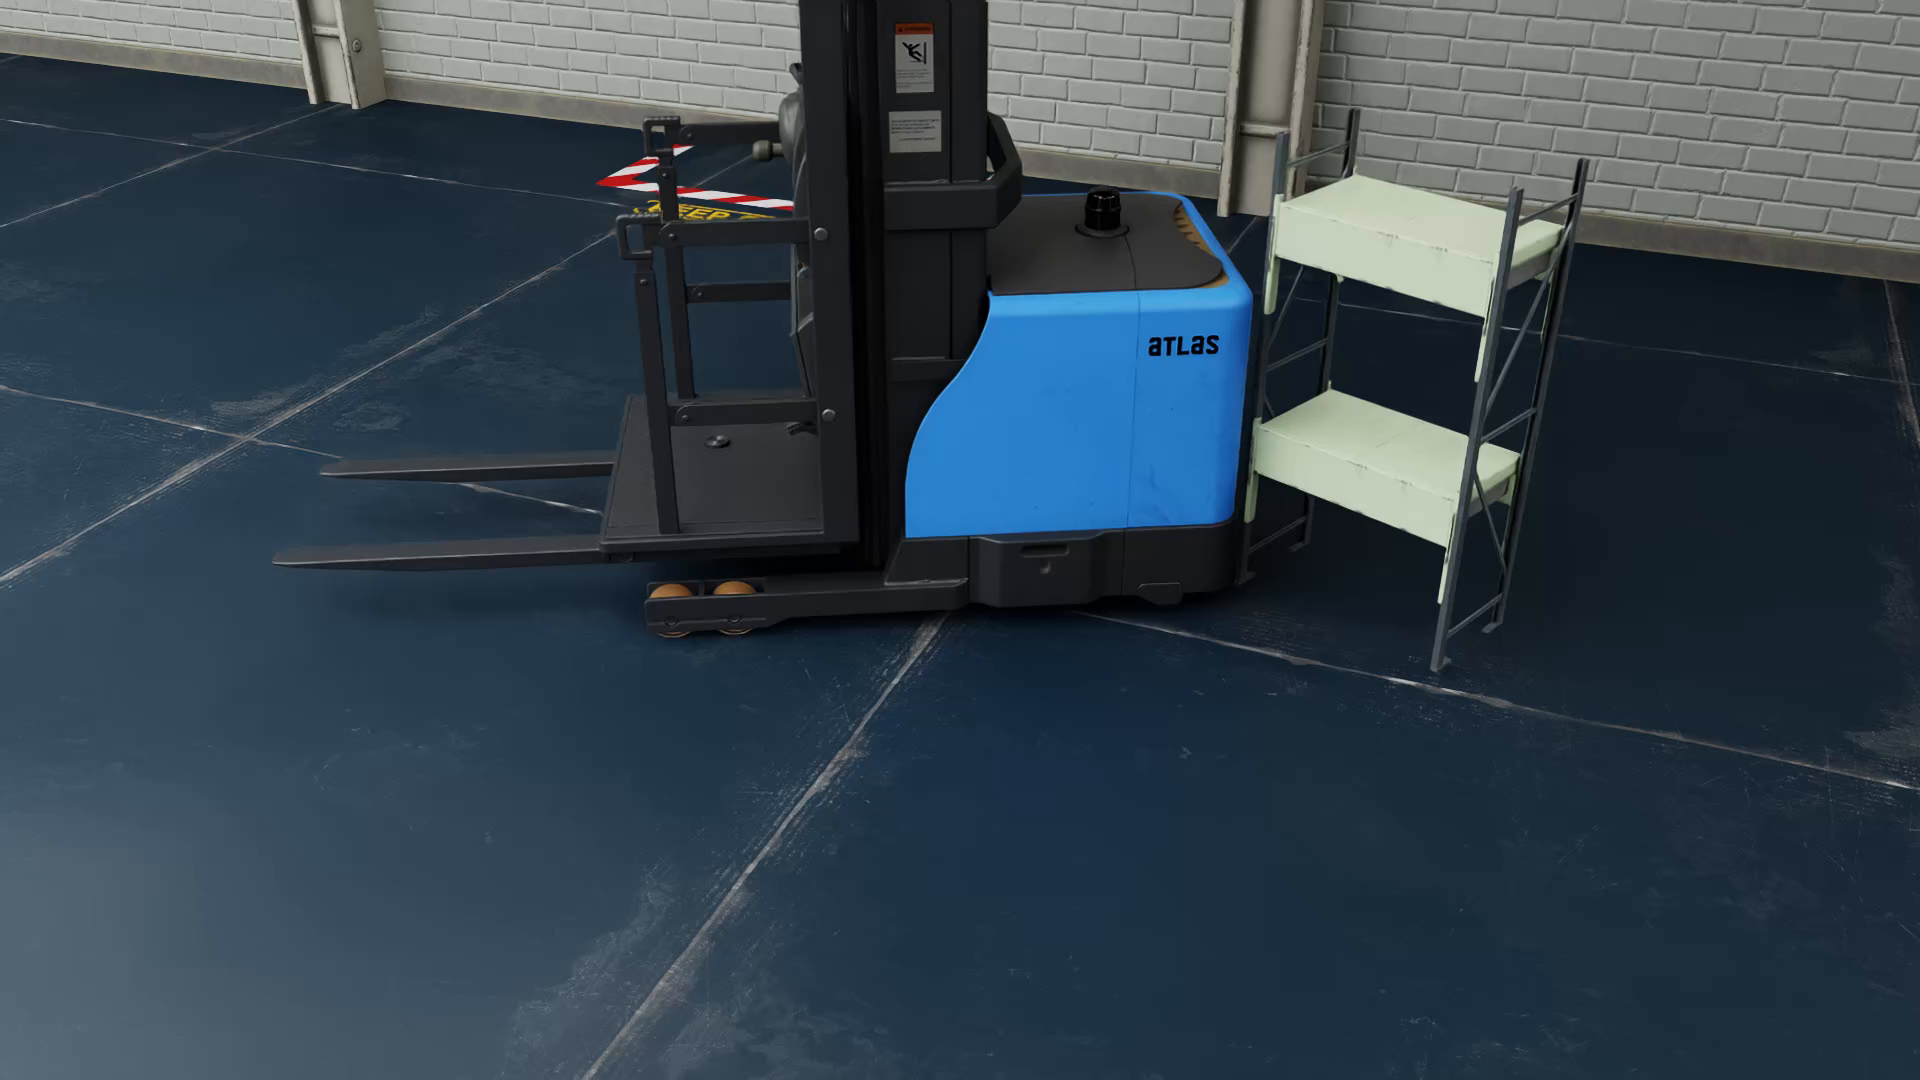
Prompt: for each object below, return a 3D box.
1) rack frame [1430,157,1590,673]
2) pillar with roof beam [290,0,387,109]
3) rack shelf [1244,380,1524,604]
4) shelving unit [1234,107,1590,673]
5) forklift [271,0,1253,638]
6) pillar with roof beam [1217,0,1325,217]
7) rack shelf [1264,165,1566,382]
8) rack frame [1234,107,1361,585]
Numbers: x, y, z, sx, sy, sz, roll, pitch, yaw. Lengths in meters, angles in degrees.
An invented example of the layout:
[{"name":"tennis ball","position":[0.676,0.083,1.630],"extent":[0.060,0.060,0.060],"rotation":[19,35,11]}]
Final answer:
[{"name":"rack frame","position":[1.576,-0.324,4.799],"extent":[0.023,1.500,0.400],"rotation":[26,39,38]},{"name":"pillar with roof beam","position":[-5.582,-4.810,5.115],"extent":[0.400,9.000,9.100],"rotation":[11,31,19]},{"name":"rack shelf","position":[1.316,-0.167,5.184],"extent":[0.720,0.370,0.431],"rotation":[26,39,38]},{"name":"shelving unit","position":[1.316,-0.451,5.023],"extent":[0.755,1.500,0.431],"rotation":[26,39,38]},{"name":"forklift","position":[-0.665,-1.241,4.967],"extent":[3.031,2.935,1.130],"rotation":[-3,30,-5]},{"name":"pillar with roof beam","position":[-0.022,-3.700,3.151],"extent":[0.400,9.000,9.100],"rotation":[11,31,19]},{"name":"rack shelf","position":[1.316,-0.790,4.831],"extent":[0.720,0.370,0.431],"rotation":[26,39,38]},{"name":"rack frame","position":[1.057,-0.578,5.248],"extent":[0.023,1.500,0.400],"rotation":[26,39,38]}]
